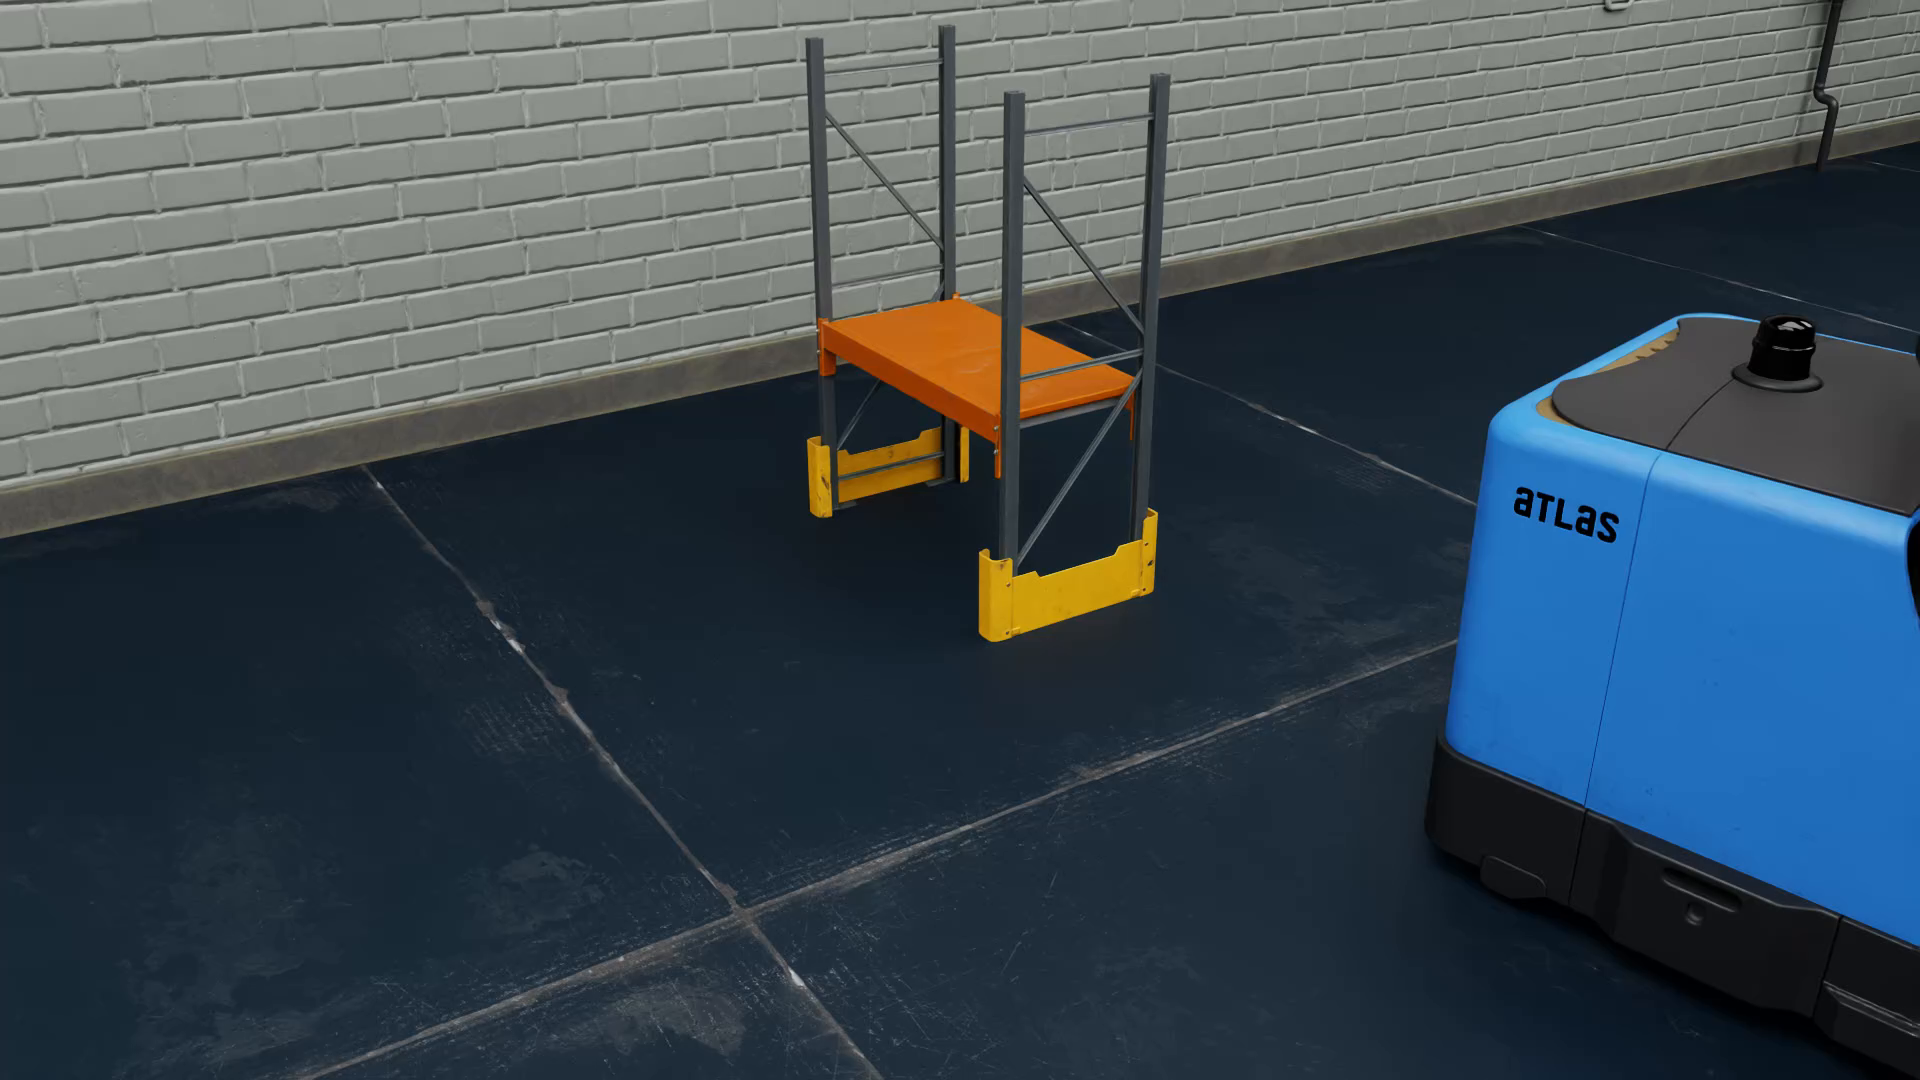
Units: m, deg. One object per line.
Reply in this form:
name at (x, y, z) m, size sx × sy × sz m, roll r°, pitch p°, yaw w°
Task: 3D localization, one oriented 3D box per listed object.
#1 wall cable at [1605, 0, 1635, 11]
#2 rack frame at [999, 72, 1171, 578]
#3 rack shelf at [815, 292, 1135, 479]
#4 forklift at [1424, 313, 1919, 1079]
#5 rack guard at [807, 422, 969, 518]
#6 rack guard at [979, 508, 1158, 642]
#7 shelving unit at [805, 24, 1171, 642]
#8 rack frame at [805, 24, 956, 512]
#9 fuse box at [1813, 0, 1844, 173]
wall cable at (3.311, -3.580, 8.093) m, size 0.585 × 1.953 × 0.123 m, roll -16°, pitch 29°, yaw -30°
rack frame at (0.324, -0.466, 4.480) m, size 0.500 × 1.500 × 0.032 m, roll -16°, pitch 29°, yaw -30°
rack shelf at (0.047, -0.485, 4.942) m, size 0.538 × 0.185 × 1.000 m, roll -16°, pitch 29°, yaw -30°
forklift at (2.443, -0.318, 2.490) m, size 3.031 × 2.935 × 1.130 m, roll 23°, pitch 33°, yaw 39°
rack guard at (-0.230, -0.264, 5.516) m, size 0.587 × 0.250 × 0.087 m, roll -16°, pitch 29°, yaw -30°
rack guard at (0.313, 0.092, 4.762) m, size 0.587 × 0.250 × 0.087 m, roll -16°, pitch 29°, yaw -30°
shelving unit at (0.042, -0.651, 4.872) m, size 0.587 × 1.500 × 1.083 m, roll -16°, pitch 29°, yaw -30°
rack frame at (-0.231, -0.830, 5.250) m, size 0.500 × 1.500 × 0.032 m, roll -16°, pitch 29°, yaw -30°
fuse box at (5.151, -2.961, 9.518) m, size 0.539 × 1.711 × 0.414 m, roll -16°, pitch 29°, yaw -30°
